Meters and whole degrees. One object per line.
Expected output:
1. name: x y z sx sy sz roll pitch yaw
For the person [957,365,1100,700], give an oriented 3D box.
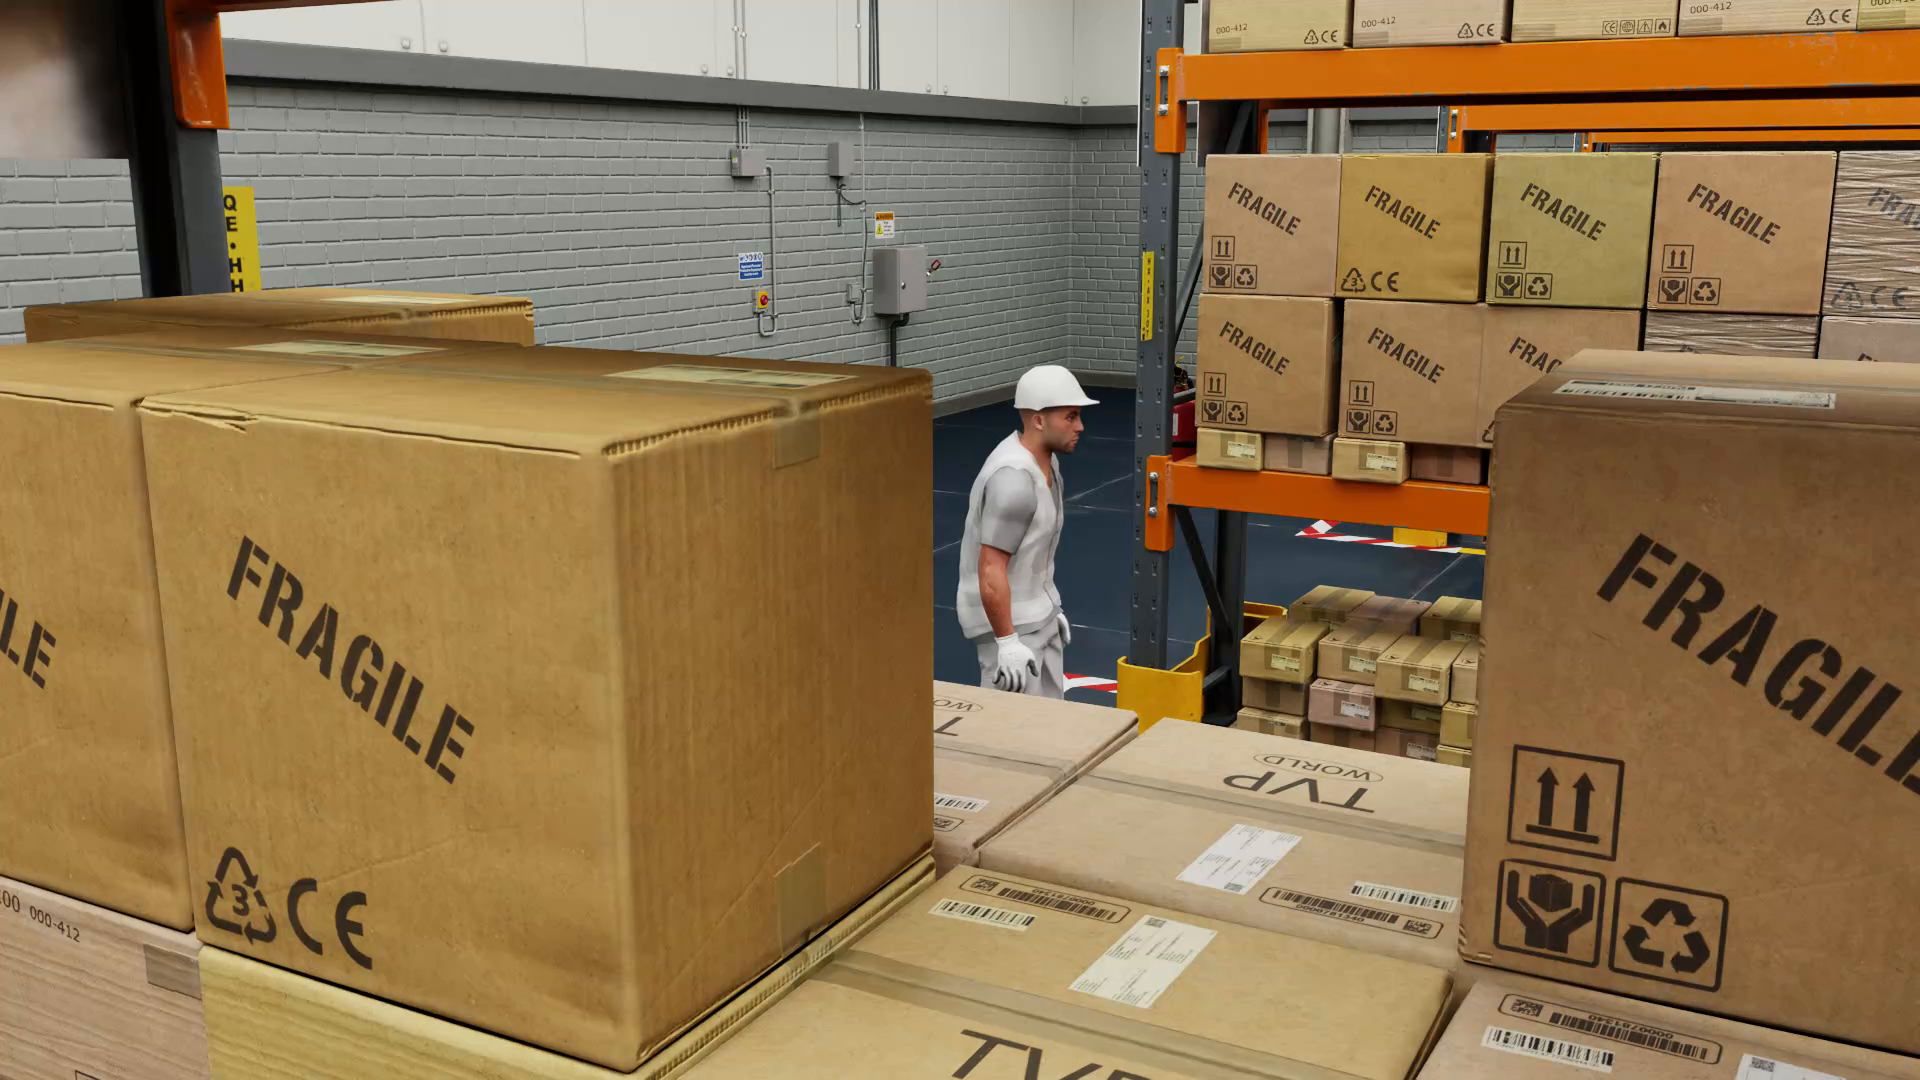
1. person: 0.228 0.306 5.549 0.446 1.780 0.620 4 13 19
